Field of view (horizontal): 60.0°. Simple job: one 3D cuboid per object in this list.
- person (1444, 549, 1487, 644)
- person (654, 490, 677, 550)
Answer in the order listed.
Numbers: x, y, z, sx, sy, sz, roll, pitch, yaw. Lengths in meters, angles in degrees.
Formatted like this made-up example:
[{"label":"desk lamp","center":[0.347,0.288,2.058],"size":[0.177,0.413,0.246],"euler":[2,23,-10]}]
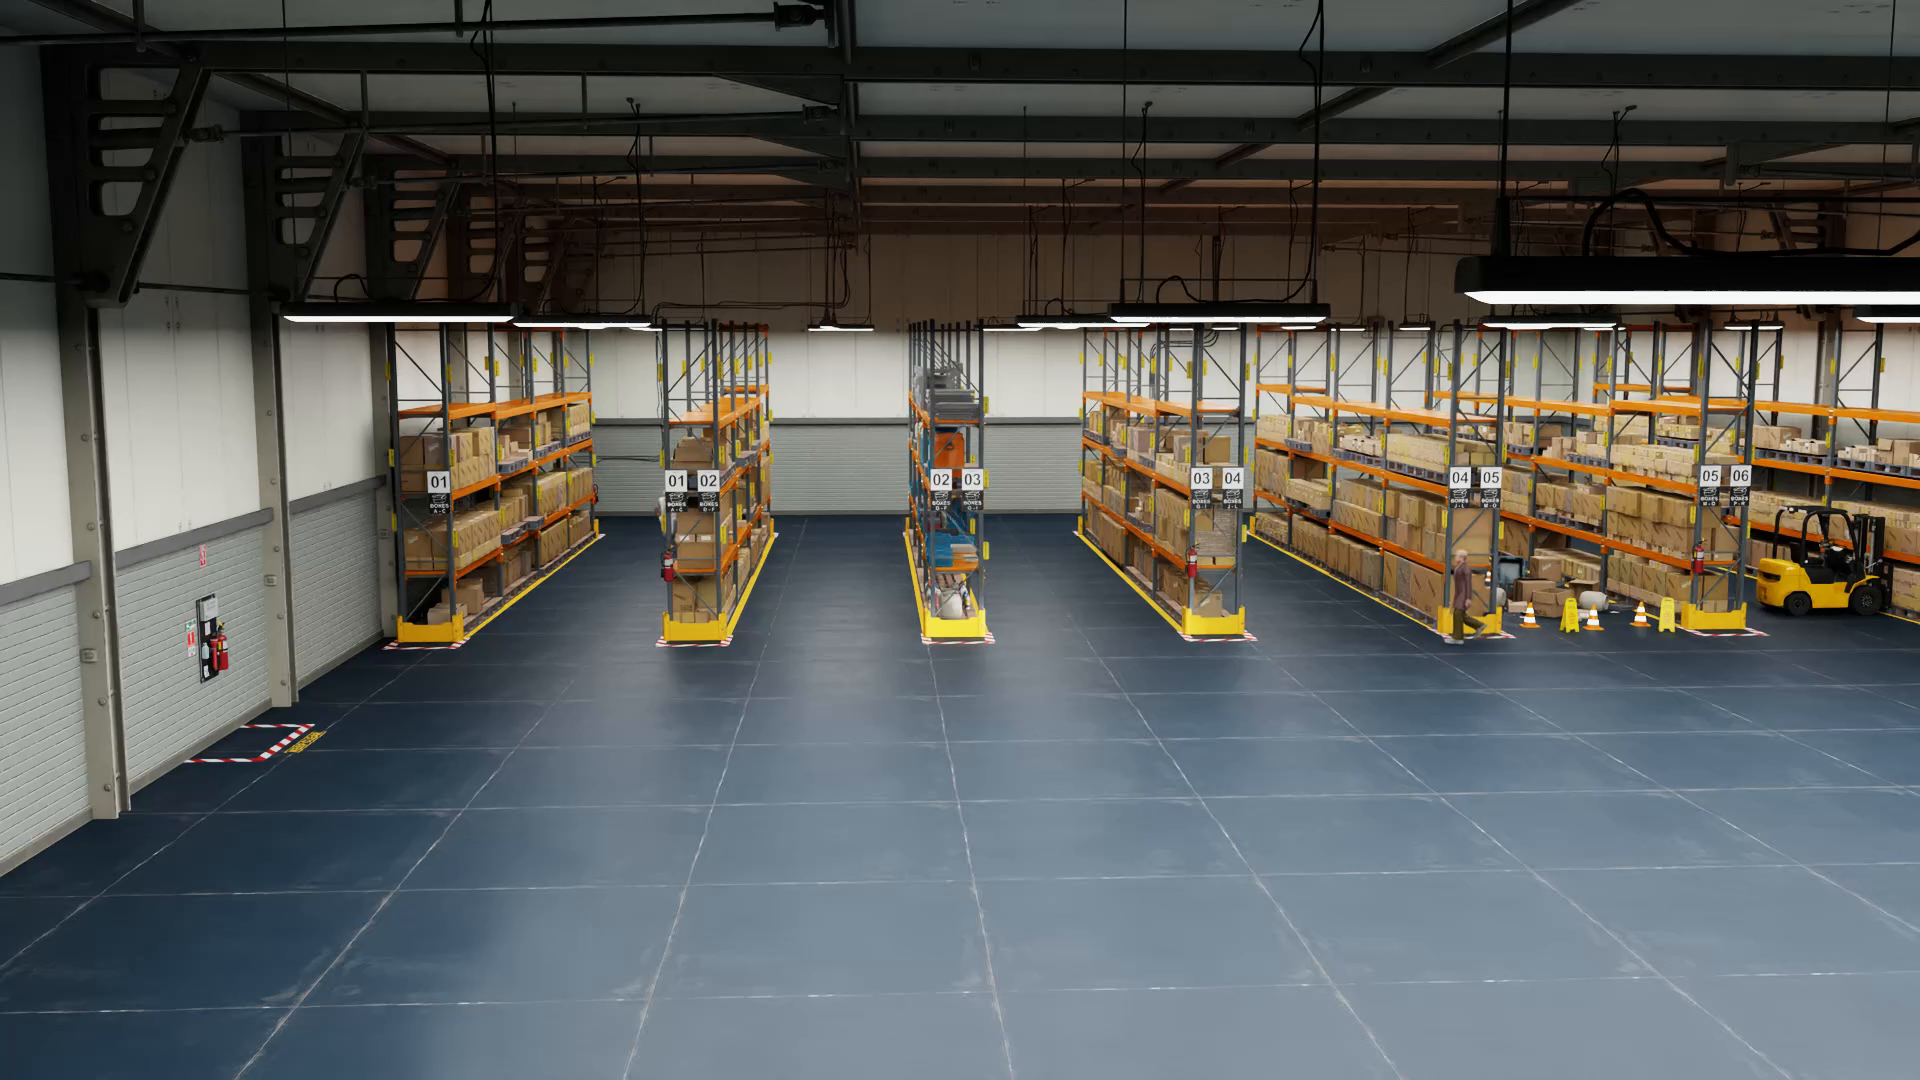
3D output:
[{"label":"person","center":[9.388,1.044,30.787],"size":[0.839,1.758,0.593],"euler":[0,7,2]},{"label":"person","center":[-7.737,-0.547,44.088],"size":[0.675,1.675,0.676],"euler":[1,7,5]}]
